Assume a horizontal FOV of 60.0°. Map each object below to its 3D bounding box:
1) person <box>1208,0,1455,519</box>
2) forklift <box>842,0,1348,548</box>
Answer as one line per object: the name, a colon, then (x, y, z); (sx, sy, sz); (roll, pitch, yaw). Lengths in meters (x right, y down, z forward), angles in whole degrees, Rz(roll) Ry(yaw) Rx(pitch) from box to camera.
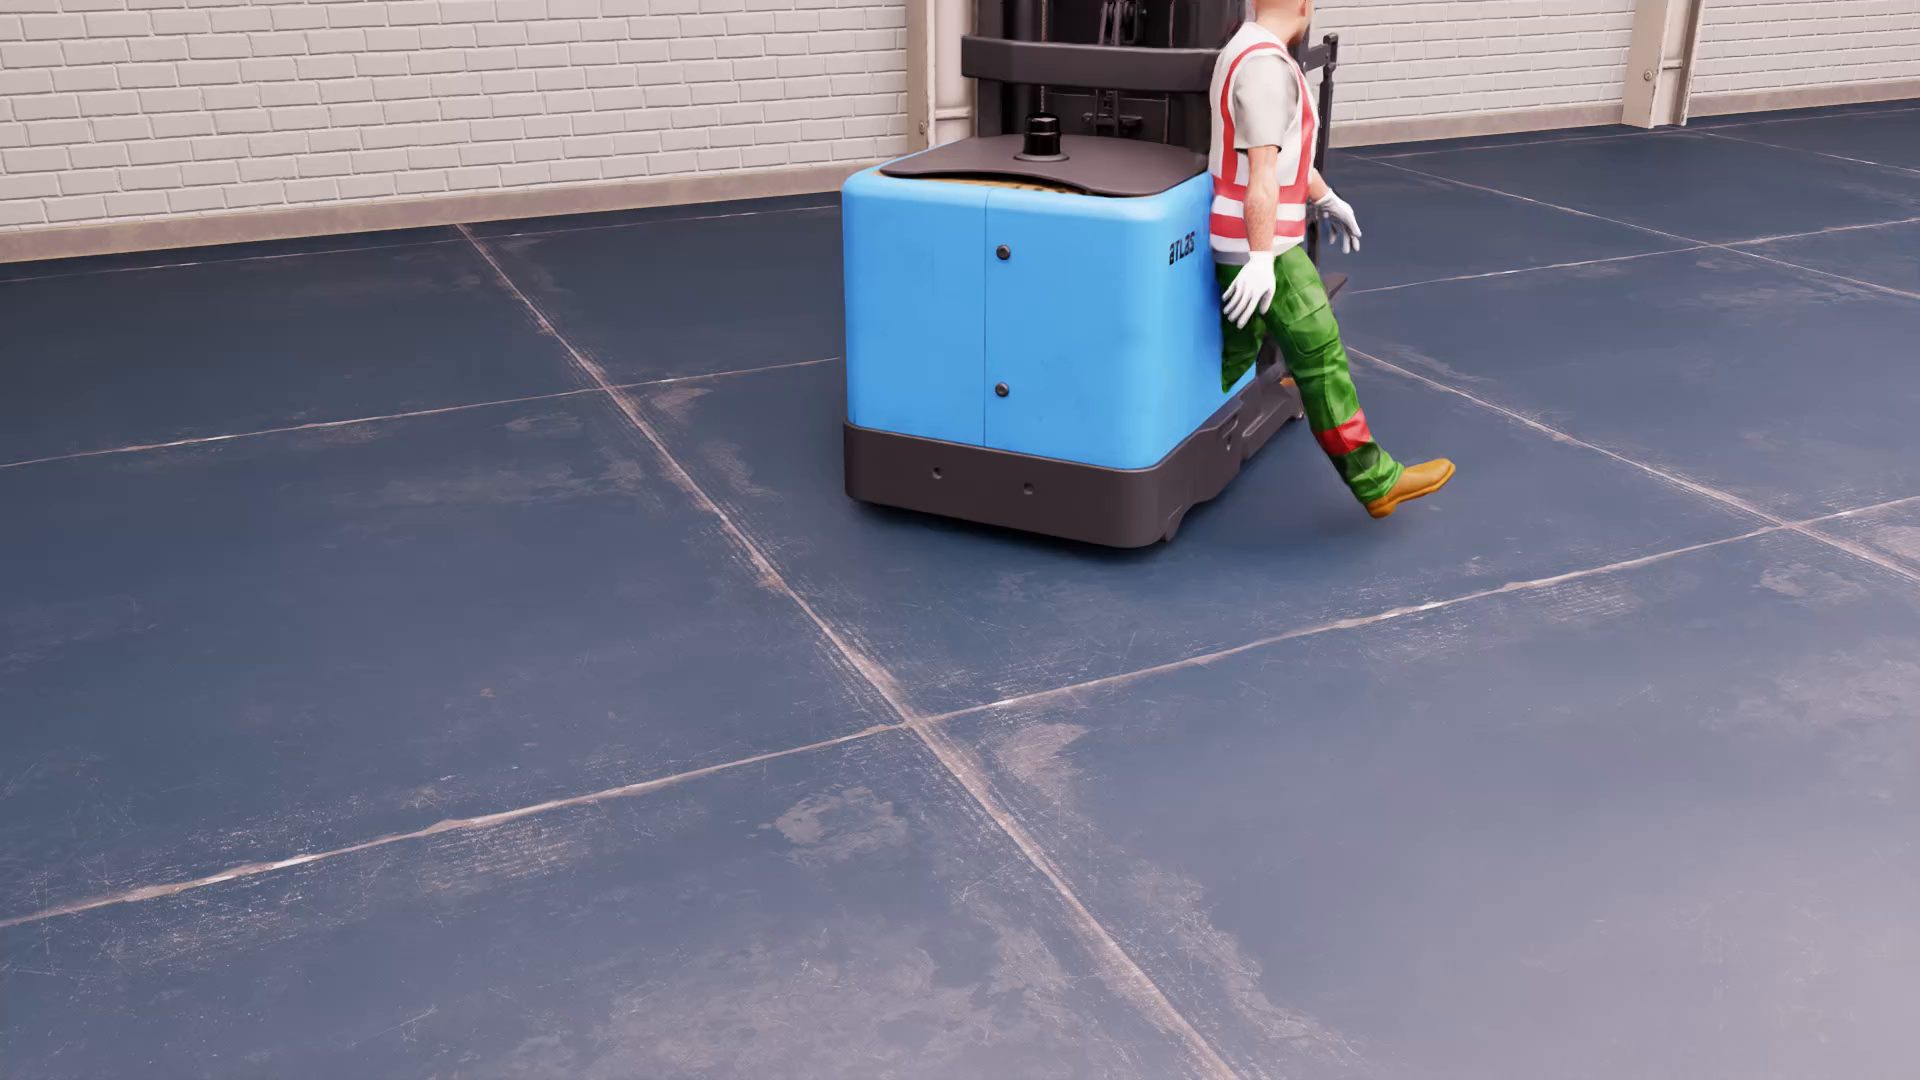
person: (1.032, -0.864, 4.991); (0.980, 1.757, 0.720); (-2, 23, -4)
forklift: (0.739, -1.859, 5.760); (1.130, 2.935, 3.031); (11, 25, 24)
